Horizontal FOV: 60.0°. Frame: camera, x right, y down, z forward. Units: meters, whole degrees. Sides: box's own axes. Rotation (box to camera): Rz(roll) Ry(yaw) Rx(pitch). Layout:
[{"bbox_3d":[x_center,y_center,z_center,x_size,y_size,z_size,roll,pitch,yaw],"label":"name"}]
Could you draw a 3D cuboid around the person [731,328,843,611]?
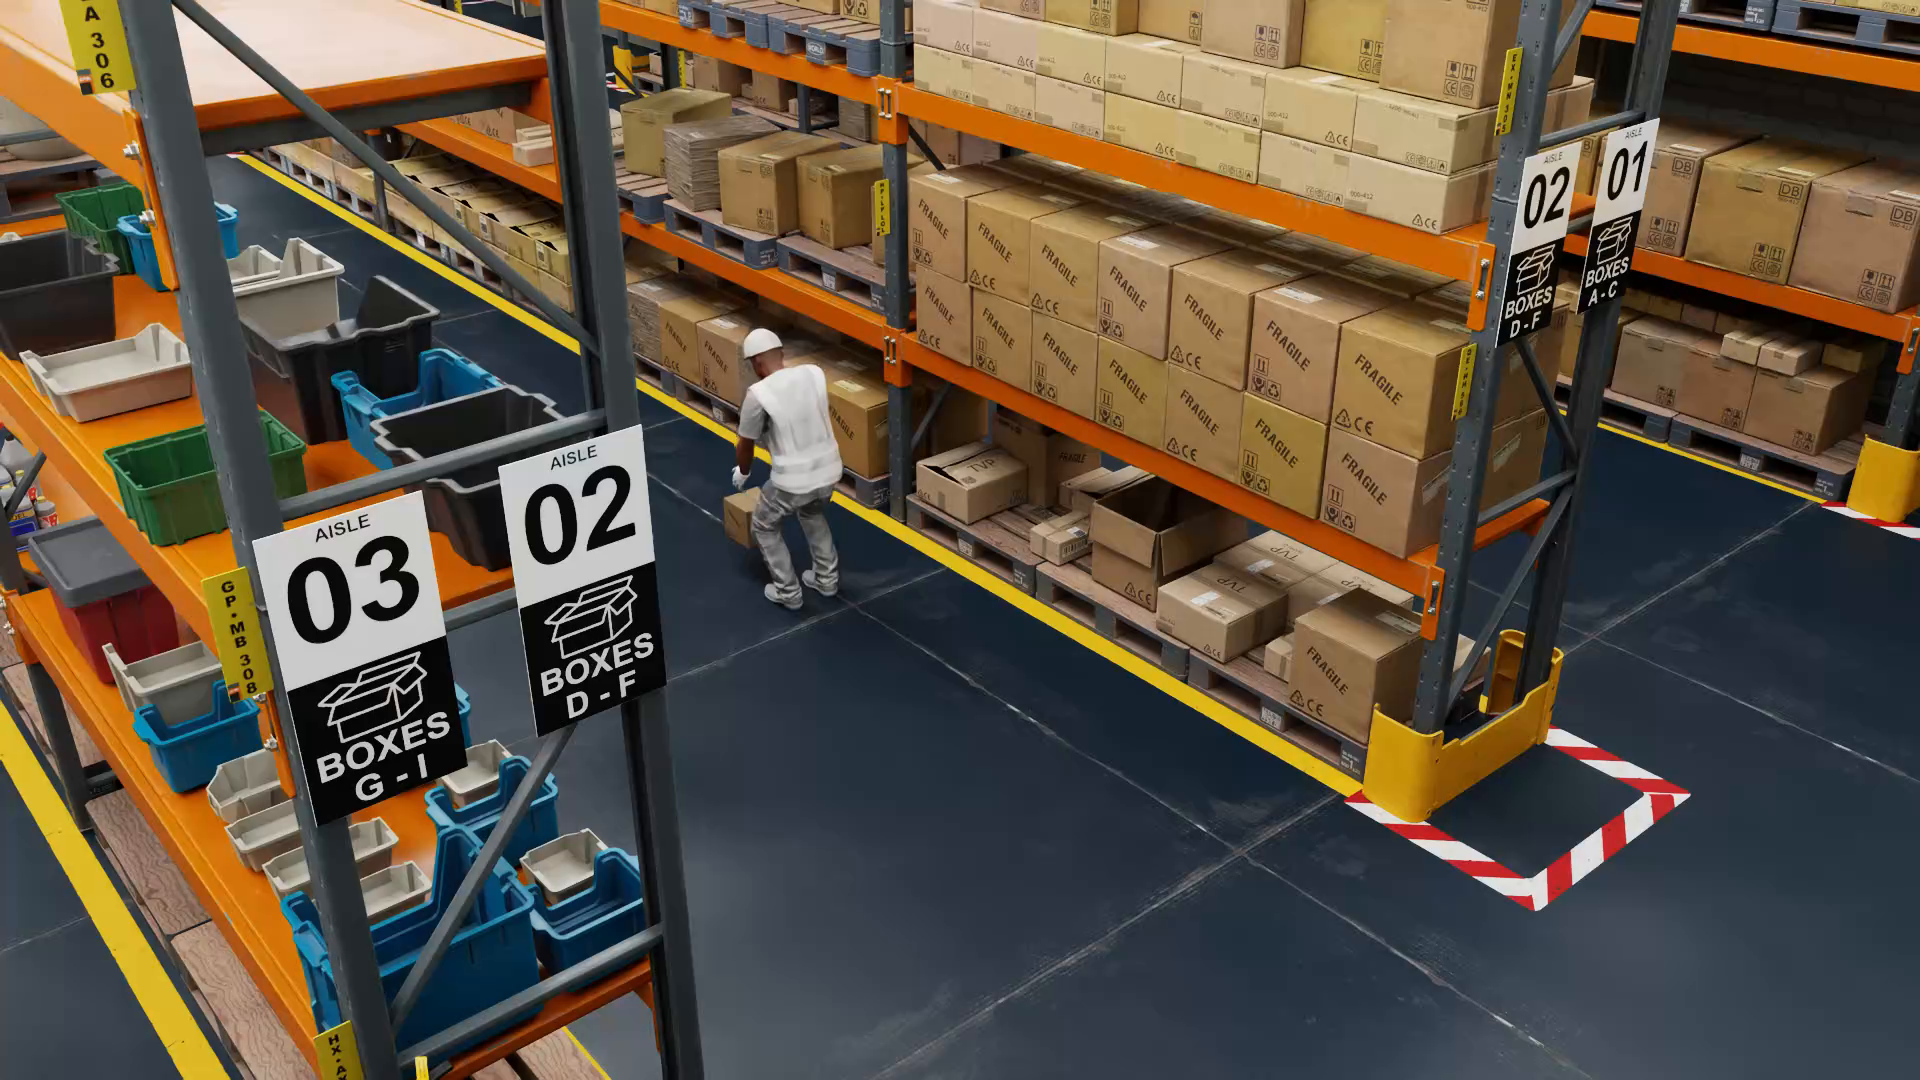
[{"bbox_3d":[-0.988,-0.392,9.514,0.598,1.624,0.606,-21,34,-34],"label":"person"}]
